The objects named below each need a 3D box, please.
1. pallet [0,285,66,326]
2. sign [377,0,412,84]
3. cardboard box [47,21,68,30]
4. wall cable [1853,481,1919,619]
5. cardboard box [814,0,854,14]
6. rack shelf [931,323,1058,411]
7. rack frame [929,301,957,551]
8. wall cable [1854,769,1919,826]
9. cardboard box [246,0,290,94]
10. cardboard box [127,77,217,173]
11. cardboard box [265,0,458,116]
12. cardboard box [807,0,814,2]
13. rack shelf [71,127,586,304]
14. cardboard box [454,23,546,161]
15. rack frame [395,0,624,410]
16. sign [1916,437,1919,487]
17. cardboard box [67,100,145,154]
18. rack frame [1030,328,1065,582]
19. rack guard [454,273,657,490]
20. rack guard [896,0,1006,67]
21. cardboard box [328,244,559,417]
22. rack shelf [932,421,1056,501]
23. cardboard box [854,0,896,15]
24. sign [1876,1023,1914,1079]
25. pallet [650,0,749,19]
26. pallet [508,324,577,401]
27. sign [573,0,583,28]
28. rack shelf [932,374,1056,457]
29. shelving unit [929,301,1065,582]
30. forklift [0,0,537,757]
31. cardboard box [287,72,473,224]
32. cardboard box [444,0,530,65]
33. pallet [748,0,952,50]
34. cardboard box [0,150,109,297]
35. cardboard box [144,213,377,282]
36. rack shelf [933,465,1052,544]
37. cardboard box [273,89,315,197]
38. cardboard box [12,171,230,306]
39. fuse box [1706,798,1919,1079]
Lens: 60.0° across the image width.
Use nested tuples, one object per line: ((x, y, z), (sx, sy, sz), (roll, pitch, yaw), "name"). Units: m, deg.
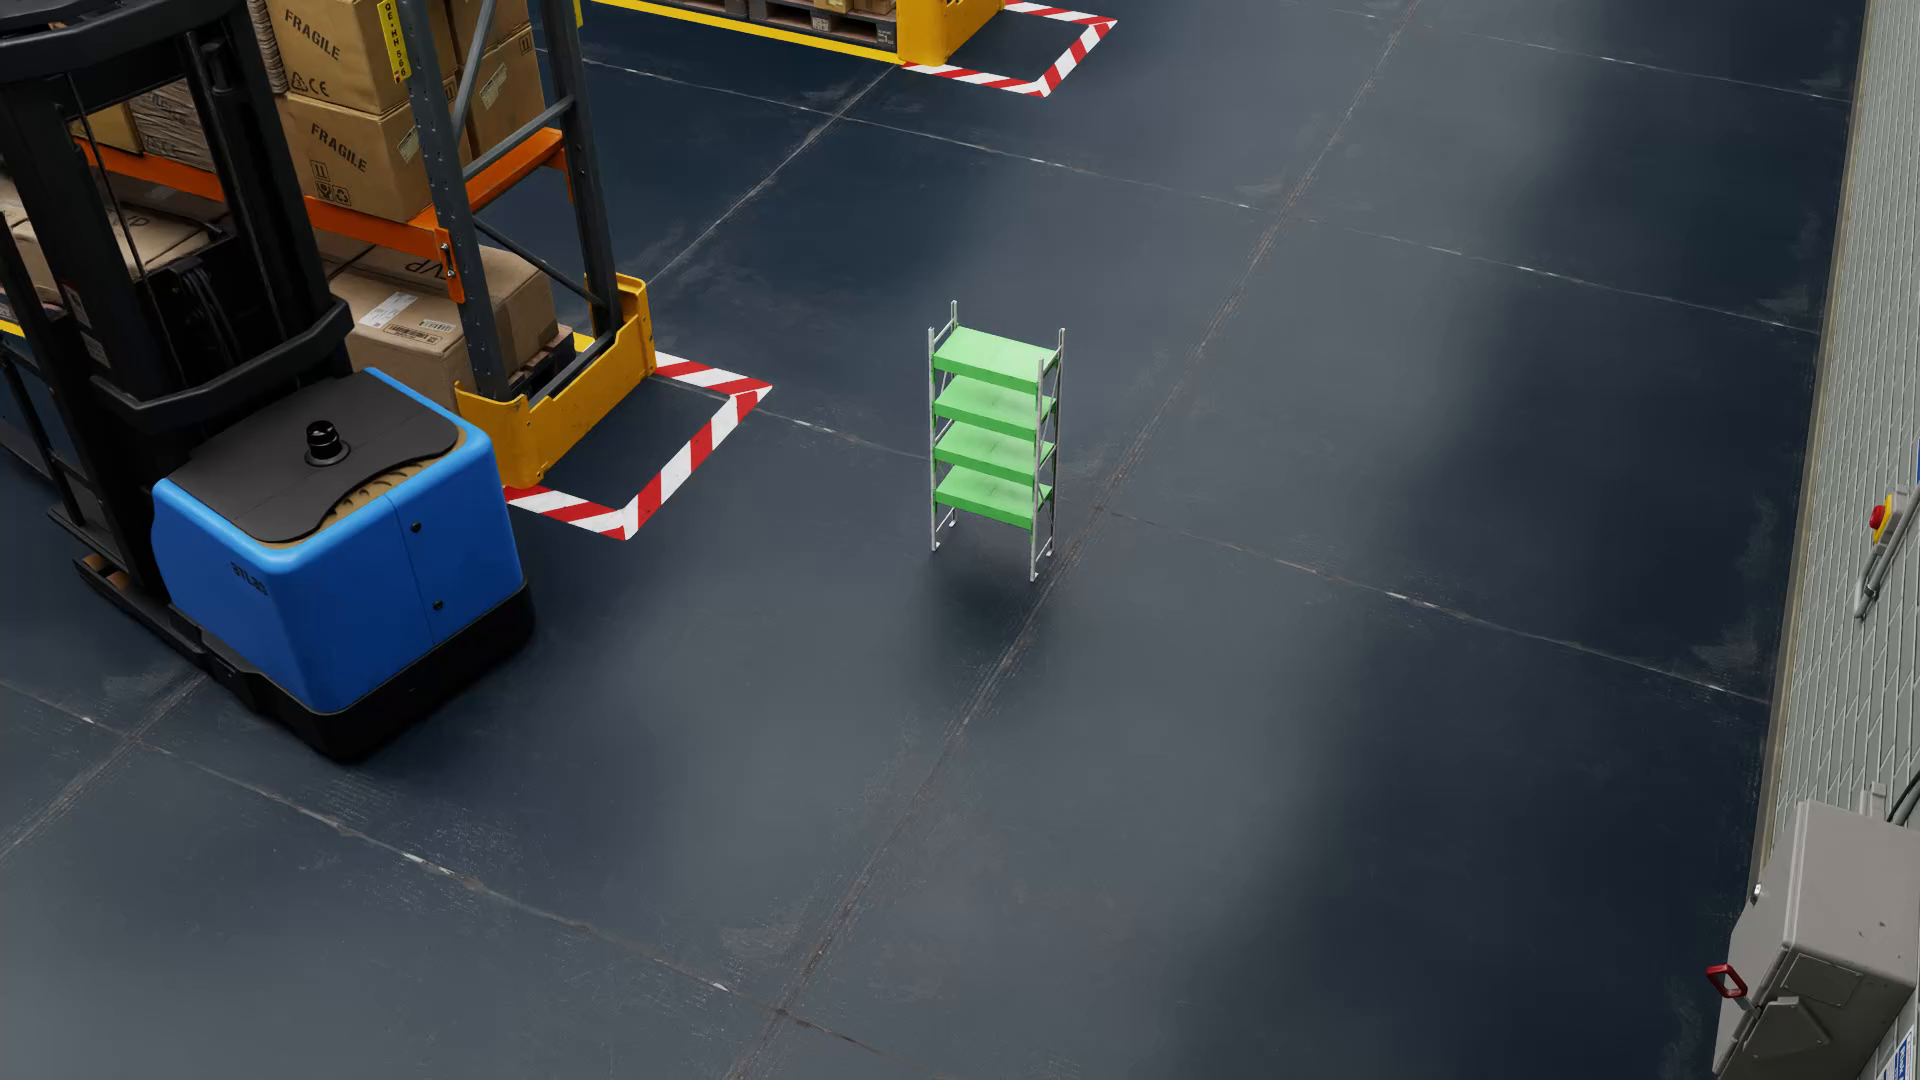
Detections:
((-4.951, -1.557, 9.270), (1.213, 0.211, 1.003), (17, 44, 19), "pallet")
((-2.224, -1.969, 6.551), (0.005, 0.325, 0.100), (17, 44, 19), "sign")
((-3.907, -2.575, 7.475), (0.500, 0.500, 0.500), (17, 44, 18), "cardboard box")
((3.138, -0.609, 5.246), (0.123, 1.953, 0.585), (17, 44, 19), "wall cable")
((-0.822, -3.841, 11.631), (0.250, 0.149, 0.380), (18, 44, 20), "cardboard box")
((0.150, -0.722, 6.916), (0.480, 0.148, 0.258), (17, 44, 19), "rack shelf")
((-0.071, -0.475, 7.266), (0.015, 1.200, 0.240), (17, 44, 19), "rack frame")
((2.549, 0.248, 4.282), (0.122, 1.984, 0.588), (17, 44, 19), "wall cable")
((-3.006, -2.296, 7.152), (0.500, 0.500, 0.500), (17, 44, 19), "cardboard box")
((-3.450, -2.059, 7.643), (0.500, 0.500, 0.500), (18, 44, 20), "cardboard box")
((-2.520, -2.168, 7.006), (0.500, 0.500, 0.500), (18, 44, 20), "cardboard box")
((-1.025, -3.965, 11.775), (0.250, 0.149, 0.380), (17, 44, 18), "cardboard box")
((-3.795, -2.042, 8.249), (4.000, 0.370, 1.077), (17, 44, 19), "rack shelf")
((-2.296, -2.102, 7.692), (0.500, 0.500, 0.500), (17, 44, 18), "cardboard box")
((-1.982, -1.760, 7.375), (0.127, 3.000, 1.000), (17, 44, 19), "rack frame")
((3.213, -0.327, 5.514), (0.001, 0.218, 0.327), (17, 44, 19), "sign")
((-3.923, -2.195, 7.799), (0.500, 0.500, 0.500), (18, 44, 20), "cardboard box")
((0.371, -0.340, 7.110), (0.015, 1.200, 0.240), (17, 44, 19), "rack frame")
((-1.960, -0.809, 8.186), (0.348, 0.500, 1.175), (17, 44, 19), "rack guard")
((-0.050, -3.803, 11.640), (0.348, 0.500, 1.175), (17, 44, 19), "rack guard")
((-2.623, -1.074, 8.219), (0.875, 0.438, 0.875), (16, 43, 17), "cardboard box")
((0.150, -0.359, 7.230), (0.480, 0.148, 0.258), (17, 44, 19), "rack shelf")
((-0.546, -3.830, 11.618), (0.250, 0.149, 0.380), (18, 44, 19), "cardboard box")
((2.096, 1.380, 3.824), (0.001, 0.494, 0.329), (17, 44, 19), "sign")
((-1.873, -4.279, 12.409), (1.213, 0.211, 1.003), (17, 44, 19), "pallet")
((-2.740, -0.882, 8.490), (1.213, 0.211, 1.003), (17, 44, 19), "pallet")
((-1.742, -2.445, 7.443), (0.005, 0.325, 0.100), (17, 44, 19), "sign")
((0.150, -0.541, 7.073), (0.480, 0.148, 0.258), (17, 44, 19), "rack shelf")
((0.150, -0.408, 7.188), (0.503, 1.200, 0.258), (17, 44, 19), "shelving unit")
((-3.282, -1.056, 6.614), (3.031, 2.935, 1.130), (27, 48, 28), "forklift")
((-2.531, -1.775, 7.315), (0.500, 0.500, 0.500), (17, 44, 19), "cardboard box")
((-2.297, -2.478, 7.363), (0.500, 0.500, 0.500), (16, 43, 18), "cardboard box")
((-0.771, -3.940, 12.018), (1.213, 0.211, 1.003), (17, 44, 19), "pallet")
((-5.083, -1.821, 9.080), (0.875, 0.438, 0.875), (16, 44, 18), "cardboard box")
((-3.455, -1.323, 8.505), (0.875, 0.438, 0.875), (18, 44, 20), "cardboard box")
((0.150, -0.178, 7.387), (0.480, 0.148, 0.258), (17, 44, 19), "rack shelf")
((-2.980, -1.923, 7.486), (0.500, 0.500, 0.500), (16, 43, 18), "cardboard box")
((-4.272, -1.574, 8.795), (0.875, 0.438, 0.875), (16, 43, 17), "cardboard box")
((2.117, 1.480, 4.619), (0.414, 1.711, 0.539), (17, 44, 19), "fuse box")
